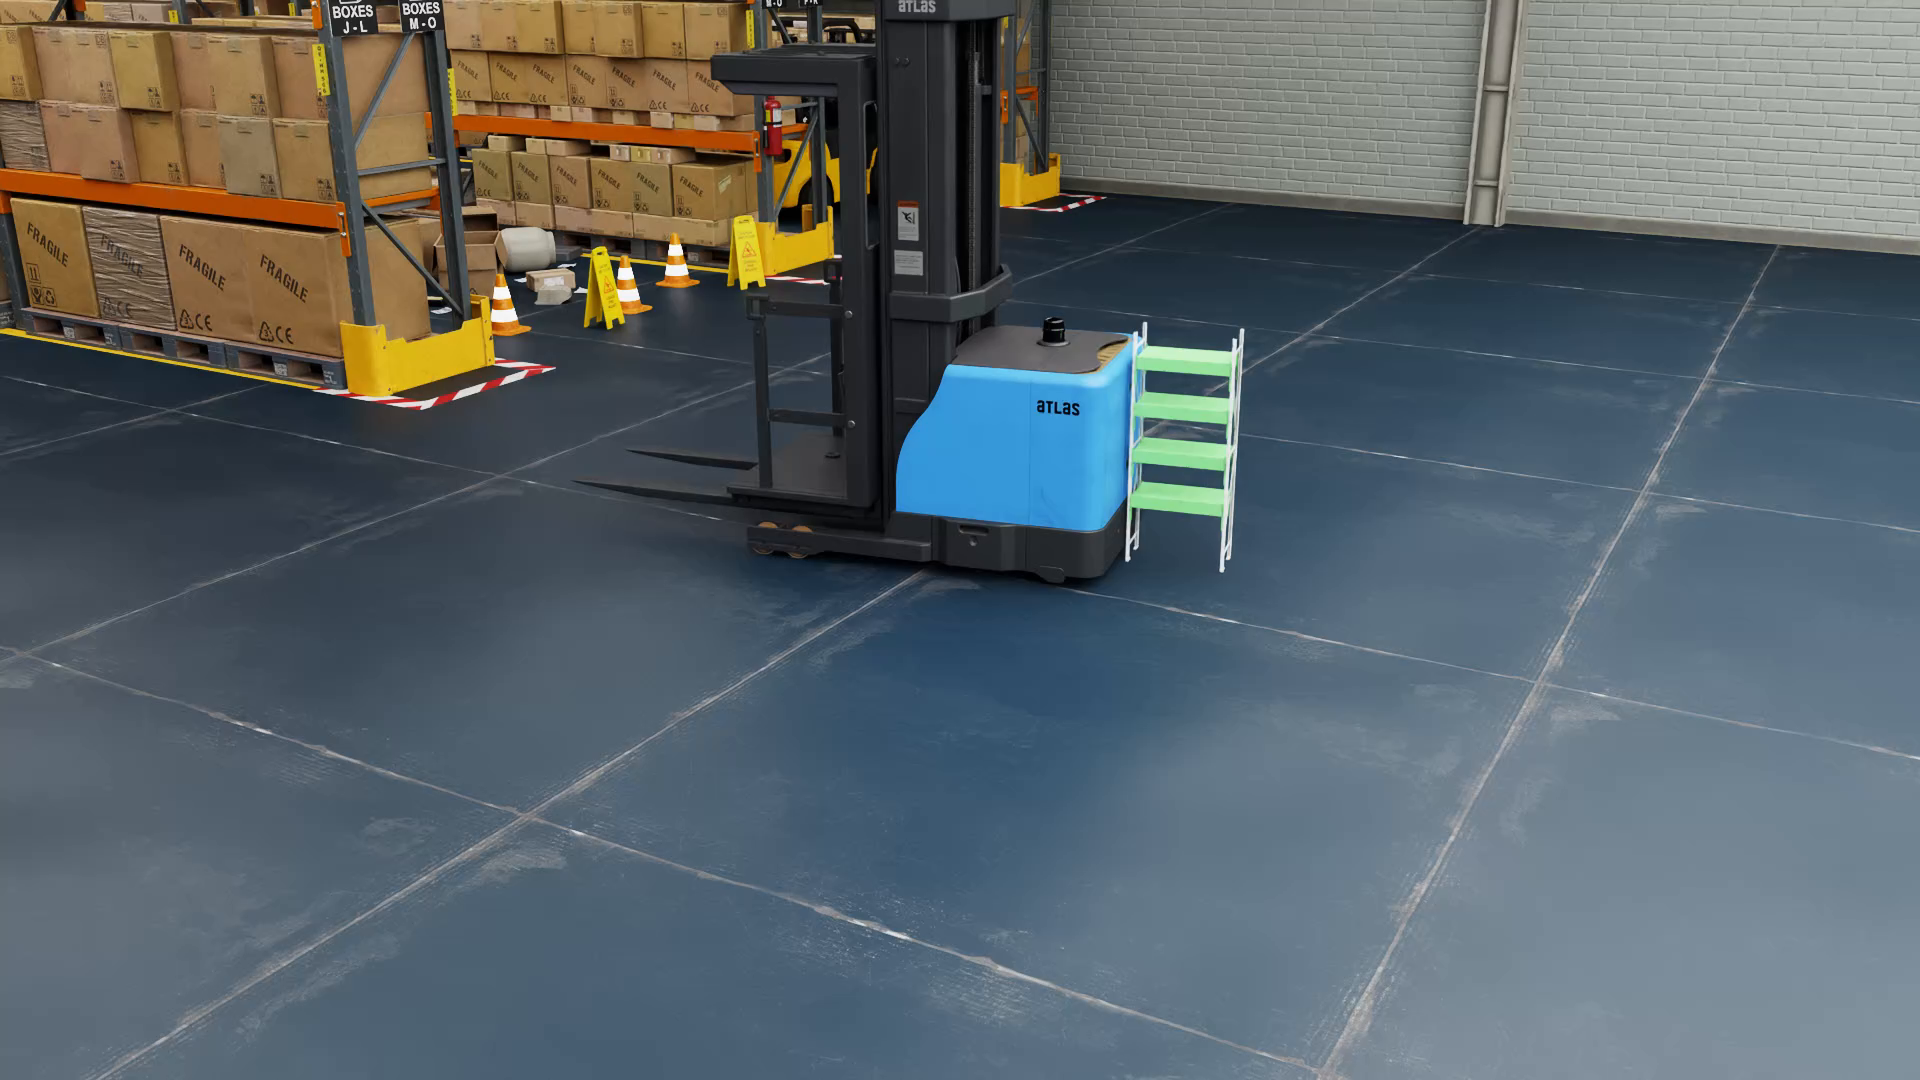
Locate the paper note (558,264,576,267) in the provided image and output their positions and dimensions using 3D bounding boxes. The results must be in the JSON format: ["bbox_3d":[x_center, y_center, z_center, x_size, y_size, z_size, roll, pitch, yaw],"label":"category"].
[{"bbox_3d":[-3.831,-2.680,16.209,0.148,0.019,0.142,3,20,9],"label":"paper note"}]

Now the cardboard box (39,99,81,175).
[{"bbox_3d":[-6.608,-3.199,13.064,0.550,0.550,0.875,11,23,27],"label":"cardboard box"}]

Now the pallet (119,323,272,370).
[{"bbox_3d":[-5.733,-1.607,12.987,1.213,0.211,1.003,11,23,27],"label":"pallet"}]

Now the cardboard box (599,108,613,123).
[{"bbox_3d":[-3.365,-4.236,16.513,0.250,0.149,0.380,11,23,27],"label":"cardboard box"}]

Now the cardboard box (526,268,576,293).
[{"bbox_3d":[-3.738,-2.372,15.186,0.380,0.149,0.250,-11,23,-29],"label":"cardboard box"}]

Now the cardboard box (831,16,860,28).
[{"bbox_3d":[-1.387,-6.399,20.573,0.250,0.149,0.380,11,23,27],"label":"cardboard box"}]

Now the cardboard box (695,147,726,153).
[{"bbox_3d":[-3.145,-5.404,22.230,0.625,0.625,0.875,12,23,30],"label":"cardboard box"}]

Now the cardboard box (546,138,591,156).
[{"bbox_3d":[-3.952,-3.977,16.796,0.250,0.149,0.380,12,23,30],"label":"cardboard box"}]

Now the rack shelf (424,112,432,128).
[{"bbox_3d":[-6.848,-4.755,18.631,4.000,0.370,1.077,11,23,27],"label":"rack shelf"}]

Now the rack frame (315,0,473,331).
[{"bbox_3d":[-3.935,-2.605,11.649,0.127,3.000,1.000,11,23,27],"label":"rack frame"}]

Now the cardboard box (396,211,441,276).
[{"bbox_3d":[-5.198,-2.678,15.310,0.503,0.637,0.797,11,23,27],"label":"cardboard box"}]

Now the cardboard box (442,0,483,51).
[{"bbox_3d":[-4.823,-5.280,16.973,0.500,0.500,0.700,11,22,27],"label":"cardboard box"}]

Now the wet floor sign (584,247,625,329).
[{"bbox_3d":[-2.944,-2.083,13.662,0.232,0.644,0.267,7,21,18],"label":"wet floor sign"}]

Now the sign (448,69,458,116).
[{"bbox_3d":[-3.659,-3.214,11.940,0.005,0.325,0.100,11,23,27],"label":"sign"}]

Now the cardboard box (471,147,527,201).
[{"bbox_3d":[-4.718,-3.840,17.369,0.500,0.500,0.500,12,23,30],"label":"cardboard box"}]

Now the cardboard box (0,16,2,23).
[{"bbox_3d":[-11.842,-6.450,20.634,0.500,0.500,0.500,11,23,28],"label":"cardboard box"}]

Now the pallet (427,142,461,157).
[{"bbox_3d":[-7.871,-5.932,24.910,1.213,0.211,1.003,11,23,27],"label":"pallet"}]

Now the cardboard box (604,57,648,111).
[{"bbox_3d":[-3.088,-4.460,16.178,0.500,0.500,0.500,11,23,27],"label":"cardboard box"}]

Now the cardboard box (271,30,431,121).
[{"bbox_3d":[-4.240,-3.257,11.641,0.550,0.550,0.875,11,23,27],"label":"cardboard box"}]

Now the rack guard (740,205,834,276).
[{"bbox_3d":[-1.676,-2.933,16.219,0.348,0.500,1.175,11,23,27],"label":"rack guard"}]

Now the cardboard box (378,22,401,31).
[{"bbox_3d":[-6.050,-5.236,17.702,0.500,0.500,0.500,11,23,28],"label":"cardboard box"}]

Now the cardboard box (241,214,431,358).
[{"bbox_3d":[-4.560,-1.897,12.196,0.875,0.875,0.875,11,23,28],"label":"cardboard box"}]

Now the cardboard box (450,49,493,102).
[{"bbox_3d":[-4.853,-4.792,17.093,0.500,0.500,0.500,11,23,27],"label":"cardboard box"}]

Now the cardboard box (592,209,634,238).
[{"bbox_3d":[-3.354,-3.229,16.784,0.500,0.250,0.500,10,22,25],"label":"cardboard box"}]

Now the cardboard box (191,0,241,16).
[{"bbox_3d":[-11.586,-8.252,25.899,0.500,0.500,0.500,11,23,29],"label":"cardboard box"}]

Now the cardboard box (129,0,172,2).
[{"bbox_3d":[-9.787,-6.268,20.134,0.500,0.500,0.500,12,23,29],"label":"cardboard box"}]

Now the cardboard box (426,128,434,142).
[{"bbox_3d":[-7.540,-6.106,24.348,0.500,0.500,0.500,12,23,30],"label":"cardboard box"}]

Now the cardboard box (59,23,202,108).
[{"bbox_3d":[-6.181,-3.590,12.558,0.550,0.550,0.875,11,23,27],"label":"cardboard box"}]

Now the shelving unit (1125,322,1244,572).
[{"bbox_3d":[1.128,-0.466,8.390,0.503,1.200,0.258,6,21,17],"label":"shelving unit"}]

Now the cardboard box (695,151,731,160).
[{"bbox_3d":[-2.658,-3.659,16.870,0.500,0.500,0.500,10,22,25],"label":"cardboard box"}]

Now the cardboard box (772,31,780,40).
[{"bbox_3d":[-2.307,-6.417,21.060,0.250,0.149,0.380,11,23,29],"label":"cardboard box"}]

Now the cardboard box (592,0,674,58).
[{"bbox_3d":[-3.096,-4.913,15.962,0.500,0.500,0.700,10,22,27],"label":"cardboard box"}]

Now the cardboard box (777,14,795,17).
[{"bbox_3d":[-2.269,-6.578,21.067,0.250,0.149,0.380,11,23,28],"label":"cardboard box"}]

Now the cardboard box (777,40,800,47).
[{"bbox_3d":[-1.961,-6.053,21.007,0.500,0.500,0.500,11,23,28],"label":"cardboard box"}]

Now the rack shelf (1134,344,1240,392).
[{"bbox_3d":[1.128,-0.857,8.248,0.480,0.148,0.258,6,21,17],"label":"rack shelf"}]

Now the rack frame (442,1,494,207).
[{"bbox_3d":[-5.102,-4.761,17.591,0.127,3.000,1.000,11,23,27],"label":"rack frame"}]

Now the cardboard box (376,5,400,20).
[{"bbox_3d":[-6.338,-5.784,18.261,0.250,0.149,0.380,12,23,30],"label":"cardboard box"}]

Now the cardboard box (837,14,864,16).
[{"bbox_3d":[-1.356,-6.602,21.132,0.250,0.149,0.380,10,22,26],"label":"cardboard box"}]

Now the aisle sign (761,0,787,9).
[{"bbox_3d":[-1.697,-5.221,15.048,0.004,0.787,0.394,11,23,27],"label":"aisle sign"}]

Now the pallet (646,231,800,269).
[{"bbox_3d":[-2.368,-2.943,16.669,1.213,0.211,1.003,11,23,27],"label":"pallet"}]

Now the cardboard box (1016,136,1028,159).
[{"bbox_3d":[0.499,-4.854,20.531,0.500,0.250,0.500,11,23,28],"label":"cardboard box"}]

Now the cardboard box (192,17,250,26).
[{"bbox_3d":[-8.314,-5.667,18.890,0.500,0.500,0.500,10,22,26],"label":"cardboard box"}]

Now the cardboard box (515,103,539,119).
[{"bbox_3d":[-4.291,-4.382,16.915,0.250,0.149,0.380,12,23,29],"label":"cardboard box"}]

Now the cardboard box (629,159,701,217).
[{"bbox_3d":[-2.893,-3.495,16.417,0.500,0.500,0.500,12,23,29],"label":"cardboard box"}]

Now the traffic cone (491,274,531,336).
[{"bbox_3d":[-3.706,-1.924,13.490,0.334,0.463,0.336,11,23,27],"label":"traffic cone"}]

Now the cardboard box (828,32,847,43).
[{"bbox_3d":[-1.431,-6.239,20.567,0.250,0.149,0.380,10,22,26],"label":"cardboard box"}]

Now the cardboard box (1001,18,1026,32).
[{"bbox_3d":[0.619,-6.185,19.984,0.250,0.149,0.380,10,22,26],"label":"cardboard box"}]

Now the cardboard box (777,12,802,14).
[{"bbox_3d":[-2.258,-6.768,21.590,0.250,0.149,0.380,11,23,27],"label":"cardboard box"}]

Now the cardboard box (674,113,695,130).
[{"bbox_3d":[-2.529,-4.034,15.957,0.250,0.149,0.380,10,22,26],"label":"cardboard box"}]

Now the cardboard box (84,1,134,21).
[{"bbox_3d":[-10.055,-6.119,19.722,0.500,0.500,0.500,11,23,27],"label":"cardboard box"}]

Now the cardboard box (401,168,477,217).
[{"bbox_3d":[-5.561,-3.810,18.206,0.625,0.372,0.950,11,23,28],"label":"cardboard box"}]

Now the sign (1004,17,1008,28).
[{"bbox_3d":[0.531,-6.071,19.156,0.005,0.325,0.100,11,23,27],"label":"sign"}]

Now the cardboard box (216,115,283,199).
[{"bbox_3d":[-4.772,-2.809,11.990,0.550,0.550,0.875,11,23,27],"label":"cardboard box"}]

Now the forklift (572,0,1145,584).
[{"bbox_3d":[-0.591,-1.444,8.549,3.031,2.935,1.130,6,21,17],"label":"forklift"}]

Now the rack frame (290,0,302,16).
[{"bbox_3d":[-9.668,-7.570,25.334,0.127,3.000,1.000,11,23,27],"label":"rack frame"}]
